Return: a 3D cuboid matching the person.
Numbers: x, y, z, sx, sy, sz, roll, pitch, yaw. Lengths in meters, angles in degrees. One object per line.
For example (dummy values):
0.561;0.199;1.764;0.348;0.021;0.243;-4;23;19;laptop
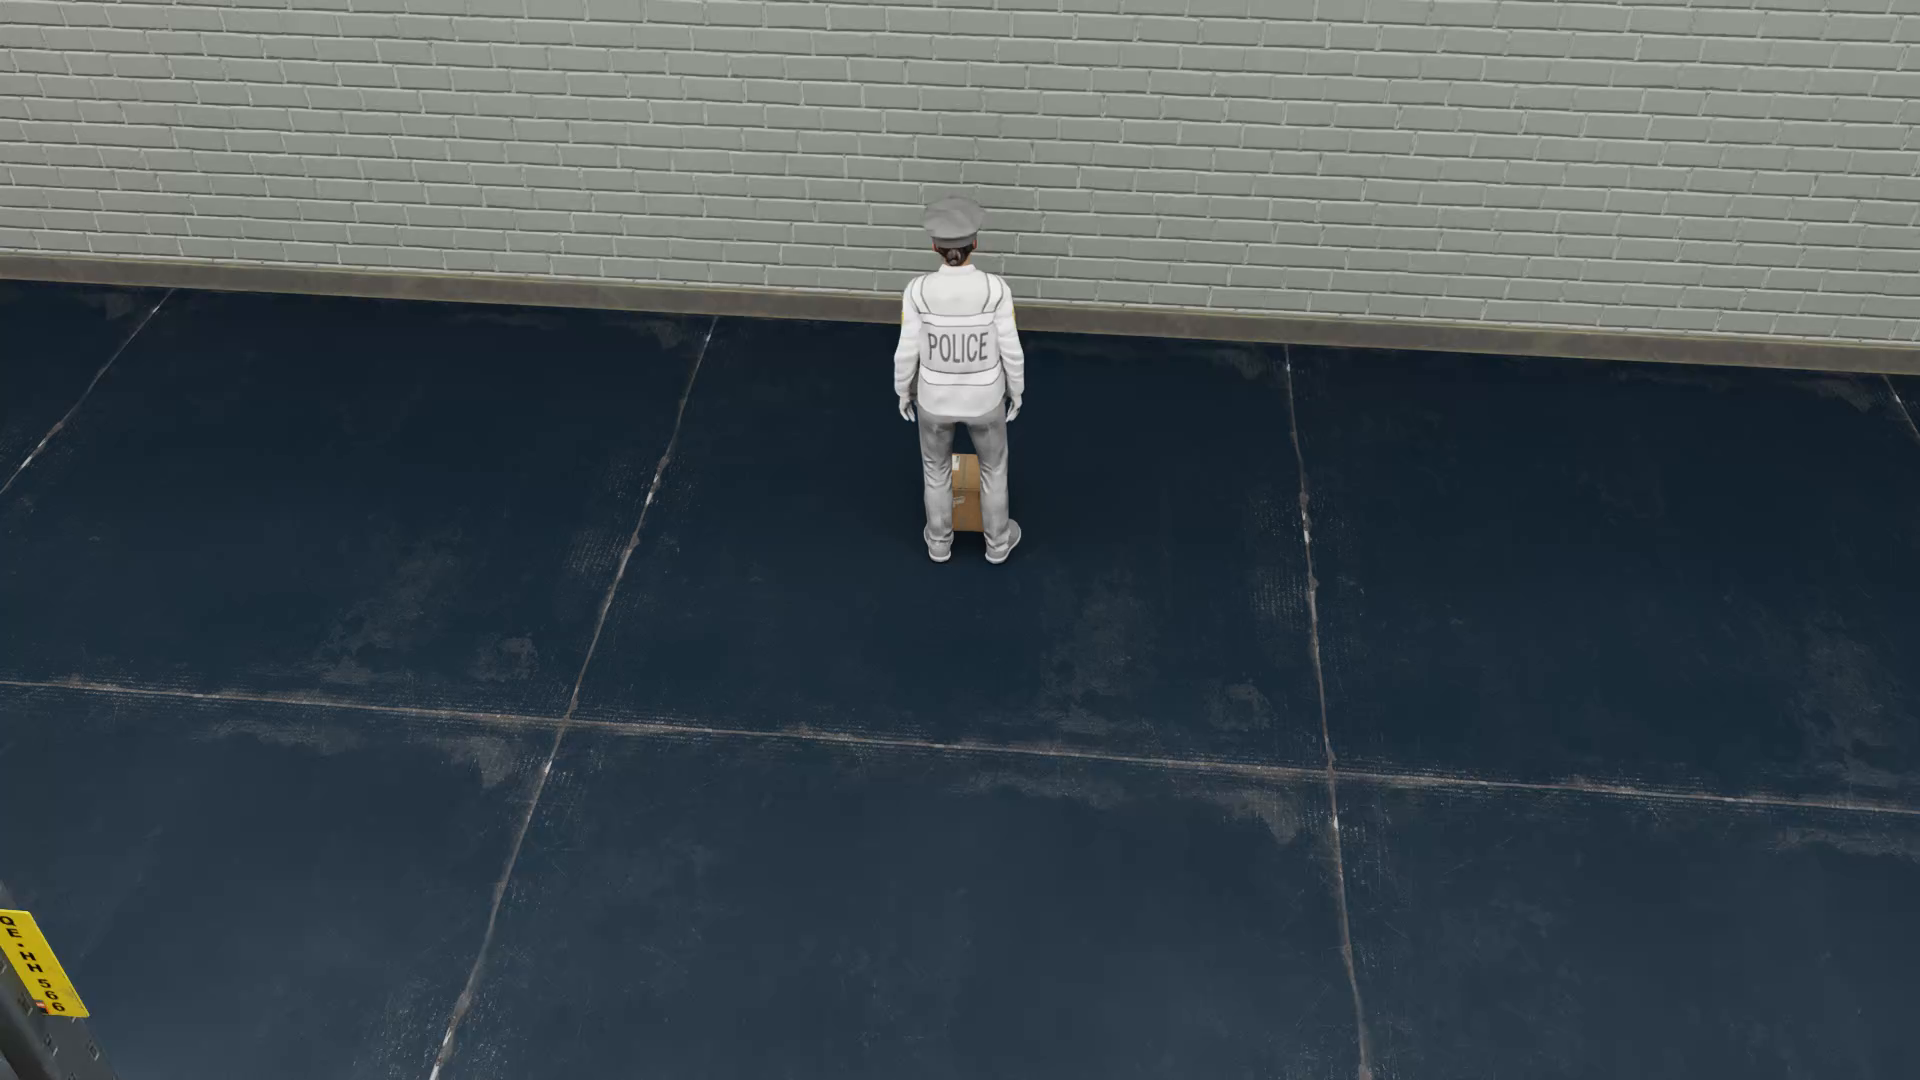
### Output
0.001;-0.596;6.857;0.540;1.662;0.374;1;40;1;person
